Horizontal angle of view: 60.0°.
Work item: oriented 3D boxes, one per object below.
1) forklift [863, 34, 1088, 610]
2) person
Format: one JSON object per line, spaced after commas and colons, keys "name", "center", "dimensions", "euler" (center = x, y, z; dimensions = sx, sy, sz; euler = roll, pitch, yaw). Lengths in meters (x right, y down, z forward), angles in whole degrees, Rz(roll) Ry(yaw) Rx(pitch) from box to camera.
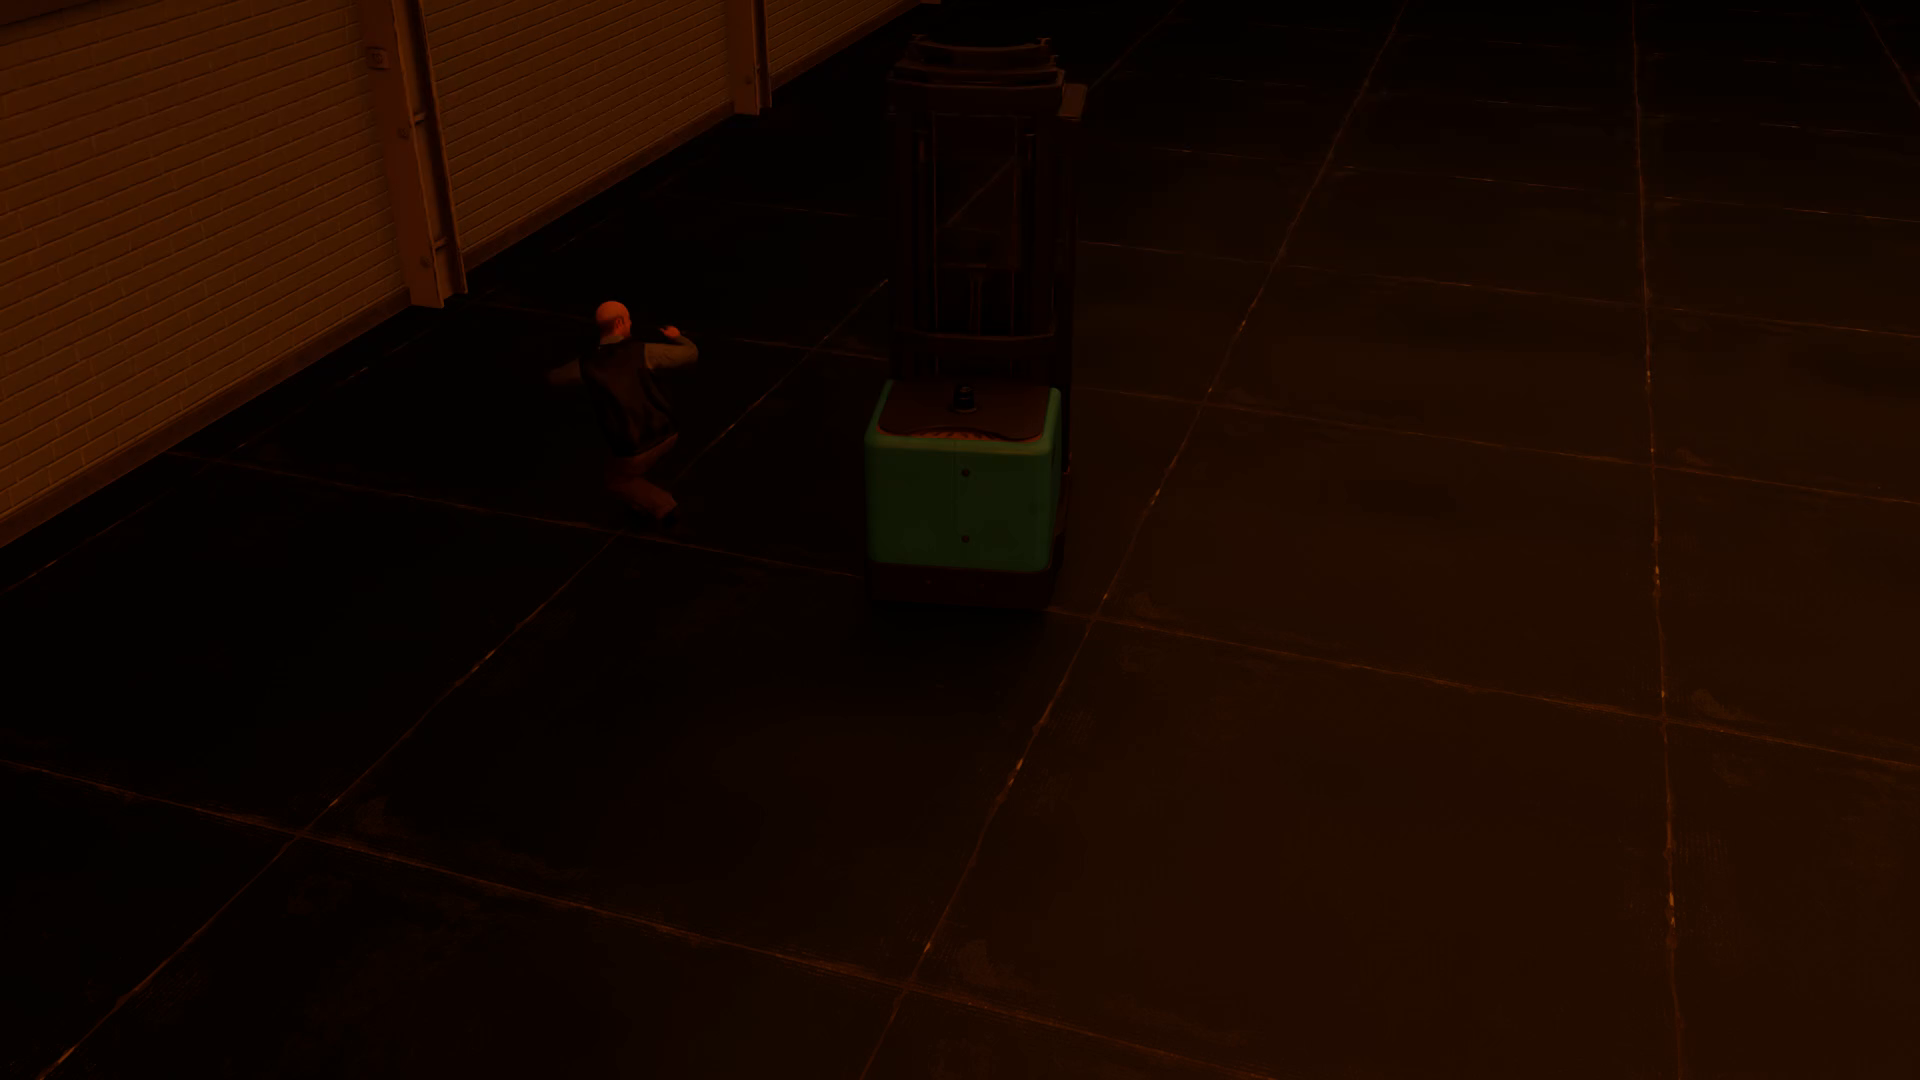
{"name": "forklift", "center": [0.156, -1.589, 9.925], "dimensions": [1.130, 2.935, 3.031], "euler": [3, 30, 6]}
{"name": "person", "center": [-2.005, -0.787, 10.025], "dimensions": [0.771, 1.450, 1.048], "euler": [-23, 37, -35]}
